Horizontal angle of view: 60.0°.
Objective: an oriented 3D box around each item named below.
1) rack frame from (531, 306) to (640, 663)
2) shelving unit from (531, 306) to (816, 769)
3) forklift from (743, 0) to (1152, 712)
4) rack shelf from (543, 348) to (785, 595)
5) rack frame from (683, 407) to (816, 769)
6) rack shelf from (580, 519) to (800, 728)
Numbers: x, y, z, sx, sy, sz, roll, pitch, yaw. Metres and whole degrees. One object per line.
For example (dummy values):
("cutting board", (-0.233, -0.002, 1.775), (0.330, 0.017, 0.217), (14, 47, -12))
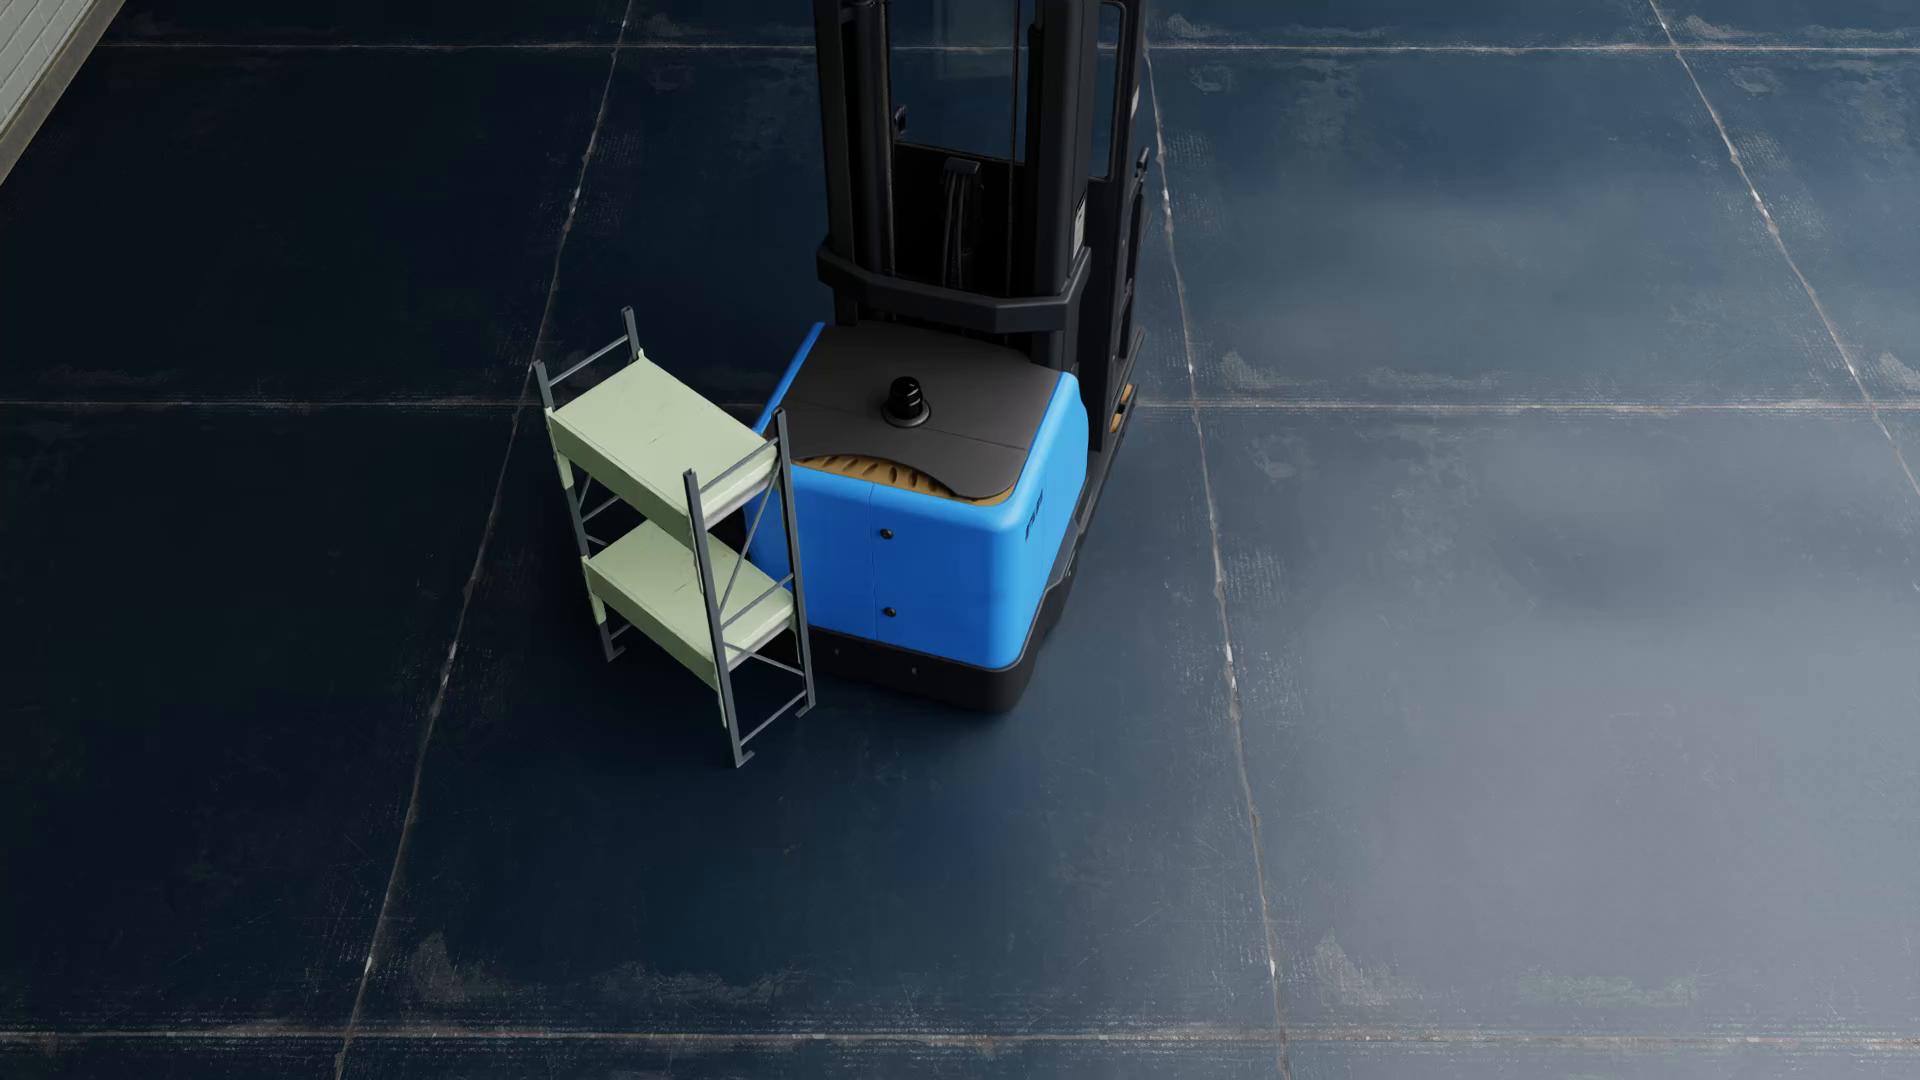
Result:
("rack frame", (-1.225, -0.152, 5.948), (0.023, 1.500, 0.400), (34, 56, 27))
("shelving unit", (-0.956, 0.029, 5.779), (0.755, 1.500, 0.431), (34, 56, 27))
("forklift", (0.148, -1.467, 6.193), (1.130, 2.935, 3.031), (13, 48, 12))
("rack shelf", (-0.956, -0.237, 5.493), (0.720, 0.370, 0.431), (34, 56, 27))
("rack frame", (-0.686, 0.211, 5.610), (0.023, 1.500, 0.400), (34, 56, 27))
("rack shelf", (-0.956, 0.251, 6.017), (0.720, 0.370, 0.431), (34, 56, 27))
